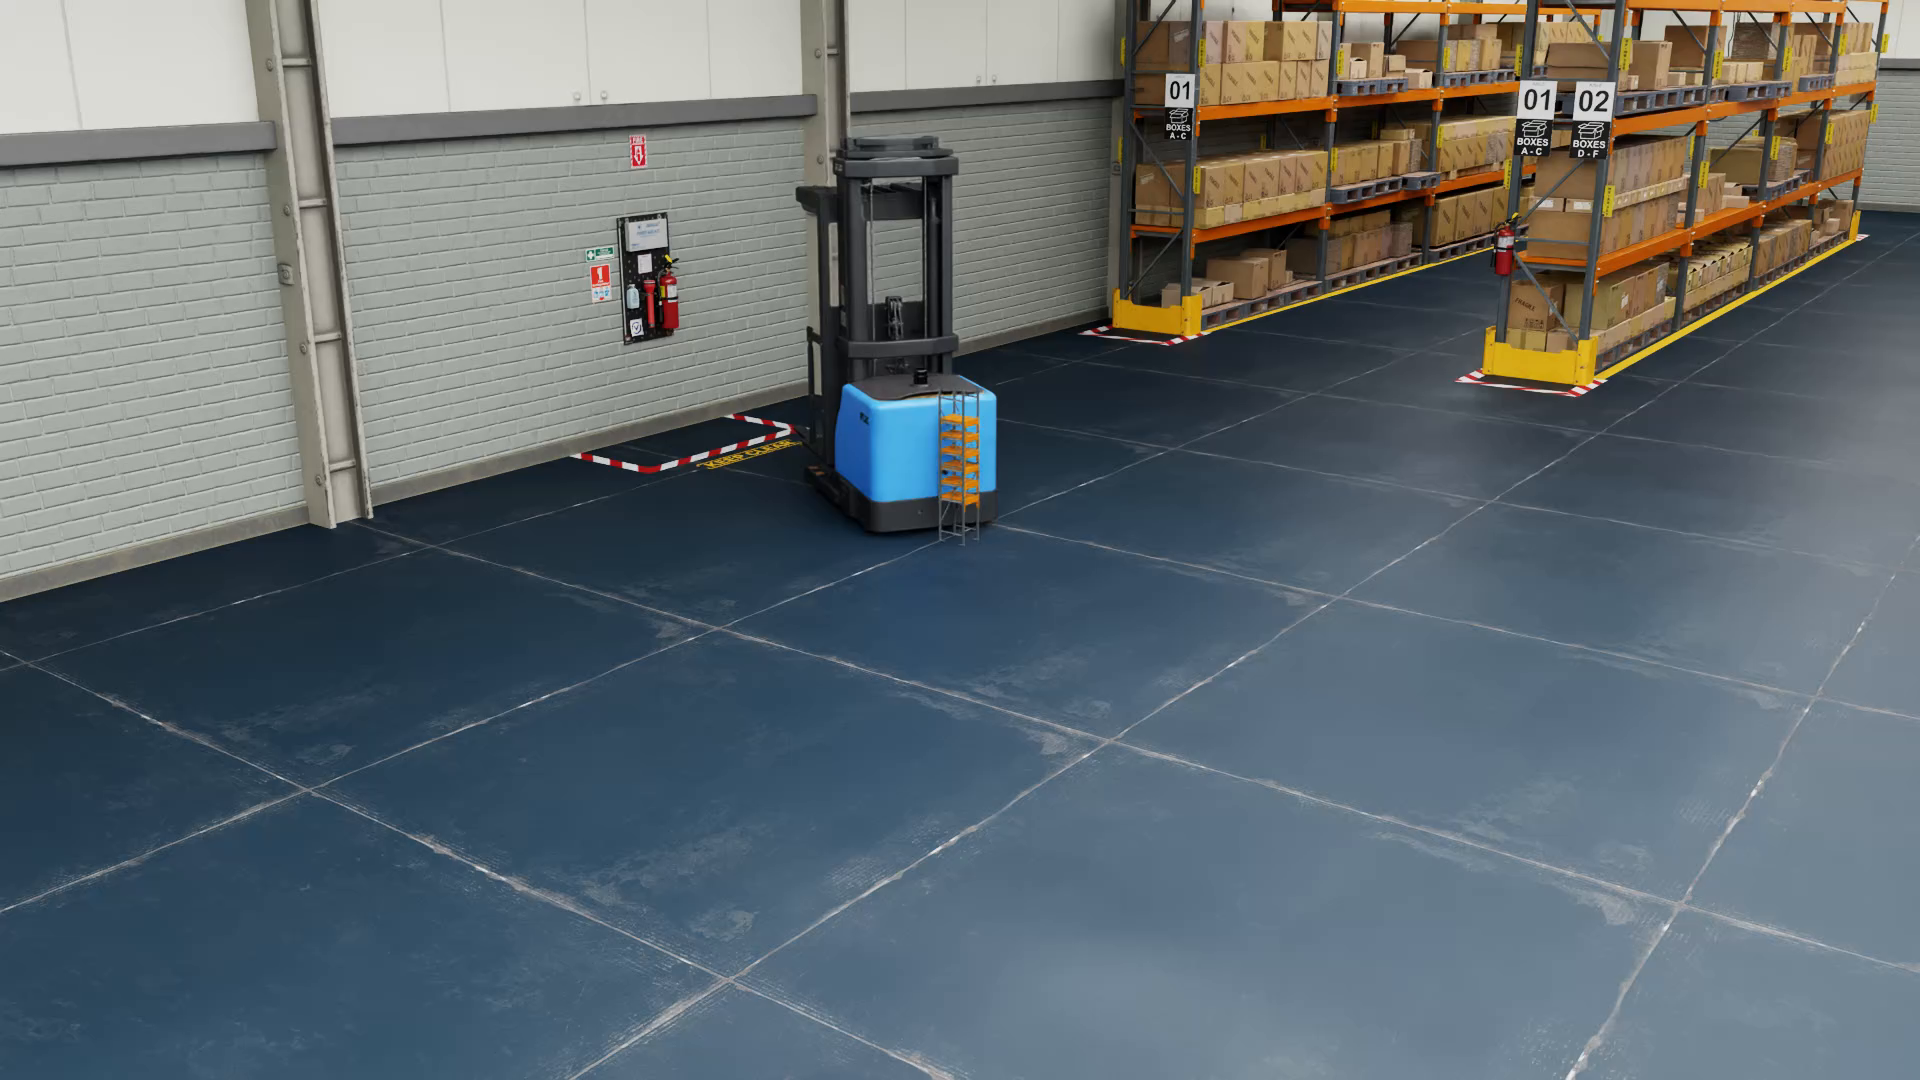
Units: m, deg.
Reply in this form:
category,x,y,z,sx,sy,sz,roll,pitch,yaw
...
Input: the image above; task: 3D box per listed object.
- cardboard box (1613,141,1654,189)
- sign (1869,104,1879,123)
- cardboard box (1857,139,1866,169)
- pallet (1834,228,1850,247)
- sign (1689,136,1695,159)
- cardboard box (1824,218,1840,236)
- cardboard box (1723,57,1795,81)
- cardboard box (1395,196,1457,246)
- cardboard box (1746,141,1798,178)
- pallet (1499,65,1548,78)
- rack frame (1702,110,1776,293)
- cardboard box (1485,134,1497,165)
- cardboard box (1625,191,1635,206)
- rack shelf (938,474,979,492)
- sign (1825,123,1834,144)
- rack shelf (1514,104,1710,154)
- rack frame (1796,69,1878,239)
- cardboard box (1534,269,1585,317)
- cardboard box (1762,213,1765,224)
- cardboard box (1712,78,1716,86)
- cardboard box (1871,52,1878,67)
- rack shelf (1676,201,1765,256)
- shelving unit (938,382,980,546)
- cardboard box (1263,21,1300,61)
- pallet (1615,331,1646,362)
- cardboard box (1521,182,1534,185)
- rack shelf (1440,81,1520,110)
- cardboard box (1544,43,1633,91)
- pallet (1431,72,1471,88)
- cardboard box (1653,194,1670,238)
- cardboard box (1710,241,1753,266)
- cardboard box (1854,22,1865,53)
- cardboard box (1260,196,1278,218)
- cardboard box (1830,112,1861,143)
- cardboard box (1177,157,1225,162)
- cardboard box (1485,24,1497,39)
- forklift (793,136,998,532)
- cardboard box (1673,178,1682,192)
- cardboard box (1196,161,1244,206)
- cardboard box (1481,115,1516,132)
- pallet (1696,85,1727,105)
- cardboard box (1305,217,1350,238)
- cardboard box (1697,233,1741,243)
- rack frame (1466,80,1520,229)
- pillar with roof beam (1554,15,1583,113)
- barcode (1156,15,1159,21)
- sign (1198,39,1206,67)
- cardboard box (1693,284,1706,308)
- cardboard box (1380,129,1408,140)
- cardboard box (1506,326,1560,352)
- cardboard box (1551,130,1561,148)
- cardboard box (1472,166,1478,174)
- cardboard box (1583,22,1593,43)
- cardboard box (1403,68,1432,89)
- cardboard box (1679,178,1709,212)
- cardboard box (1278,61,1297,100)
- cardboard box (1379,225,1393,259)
category,x,y,z,sx,sy,sz,roll,pitch,yaw
cardboard box,7.696,-4.414,19.544,0.700,0.500,0.500,12,21,35
sign,16.437,-7.671,29.904,0.100,0.325,0.005,12,21,35
cardboard box,15.955,-6.963,29.940,0.500,0.500,0.500,13,22,36
pallet,15.483,-5.530,30.197,1.003,0.211,1.213,12,21,35
sign,10.795,-5.774,24.459,0.100,0.325,0.005,12,21,35
cardboard box,15.287,-5.573,29.527,0.500,0.250,0.500,12,21,35
cardboard box,11.773,-6.876,24.603,0.910,0.500,0.500,12,21,35
cardboard box,7.799,-5.365,27.879,0.750,0.750,0.750,12,21,34
cardboard box,12.616,-5.934,25.918,0.700,0.500,0.500,7,19,21
pallet,10.135,-8.575,30.391,1.003,0.211,1.213,12,21,35
rack frame,11.236,-5.165,24.318,1.000,3.000,0.127,12,21,35
cardboard box,8.964,-6.795,28.865,0.500,0.500,0.500,12,21,35
cardboard box,7.490,-3.918,19.042,0.380,0.149,0.250,12,21,33
rack shelf,-0.008,-0.412,12.603,0.258,0.103,0.180,12,21,35
sign,14.067,-6.573,26.901,0.100,0.325,0.005,12,21,35
rack shelf,7.661,-4.825,19.377,1.077,0.370,4.000,12,21,35
rack frame,16.003,-7.070,30.453,1.000,3.000,0.127,12,21,35
cardboard box,7.134,-2.926,19.772,0.500,0.500,0.500,12,21,35
cardboard box,12.540,-5.182,26.580,0.500,0.250,0.500,12,21,35
cardboard box,9.553,-6.050,21.655,0.500,0.250,0.500,10,20,29
cardboard box,15.902,-8.502,29.417,0.500,0.250,0.500,12,21,35
rack shelf,10.045,-4.345,22.890,1.077,0.370,4.000,12,21,35
shelving unit,-0.008,-0.569,12.554,0.258,1.200,0.189,12,21,35
cardboard box,4.171,-6.628,22.083,0.500,0.500,0.500,12,21,33
pallet,7.619,-2.407,20.137,1.003,0.211,1.213,12,21,35
cardboard box,10.845,-6.840,32.124,0.380,0.149,0.250,13,21,35
rack shelf,8.447,-7.605,28.329,1.077,0.370,4.000,12,21,35
cardboard box,6.815,-5.145,18.077,0.797,0.503,0.637,14,22,38
pallet,7.597,-7.544,27.241,1.213,0.211,1.003,14,22,37
cardboard box,8.284,-4.026,20.483,0.700,0.500,0.500,12,21,34
cardboard box,11.122,-4.152,24.038,0.500,0.311,0.500,13,22,36
cardboard box,15.132,-8.661,28.662,0.700,0.500,0.500,12,21,35
cardboard box,3.944,-4.498,22.391,0.500,0.250,0.500,13,21,35
cardboard box,15.353,-7.196,29.004,0.500,0.500,0.500,13,22,36
cardboard box,3.212,-4.822,22.168,0.500,0.500,0.500,12,21,33
cardboard box,9.009,-8.854,28.965,0.500,0.250,0.500,14,22,39
forklift,-0.695,-1.854,13.772,1.130,2.935,3.031,-6,18,-20
cardboard box,8.714,-4.408,20.620,0.380,0.149,0.250,12,21,34
cardboard box,3.317,-4.606,21.474,0.500,0.500,0.500,12,21,35
cardboard box,9.566,-7.393,29.524,0.500,0.250,0.500,13,22,36
pallet,9.368,-5.766,21.517,0.805,0.209,1.217,11,21,33
cardboard box,5.557,-4.745,25.174,0.500,0.250,0.500,12,21,34
cardboard box,11.605,-4.445,25.474,0.500,0.500,0.500,13,22,37
rack frame,9.639,-6.992,30.201,1.000,3.000,0.127,12,21,35
pillar with roof beam,16.394,-10.845,32.493,9.100,9.000,0.400,12,21,35
barcode,2.510,-6.636,21.130,0.001,0.075,0.075,12,21,35
sign,2.925,-5.888,20.115,0.100,0.325,0.005,12,21,35
cardboard box,9.598,-3.273,22.155,0.500,0.250,0.500,13,22,36
cardboard box,6.894,-6.440,26.420,0.380,0.149,0.250,9,19,26
cardboard box,6.552,-2.327,19.107,0.500,0.250,0.500,12,21,35
cardboard box,10.840,-7.609,31.684,0.980,0.700,0.700,11,20,32
cardboard box,8.705,-6.395,28.669,0.380,0.149,0.250,13,22,36
cardboard box,11.805,-9.689,31.942,0.500,0.500,0.500,12,21,35
cardboard box,7.043,-7.220,25.993,0.500,0.311,0.500,12,21,35
cardboard box,9.637,-4.565,22.219,0.500,0.500,0.500,14,22,39
cardboard box,4.159,-6.156,22.248,0.500,0.500,0.500,11,21,33
cardboard box,6.468,-4.773,26.528,0.700,0.500,0.500,12,21,35
